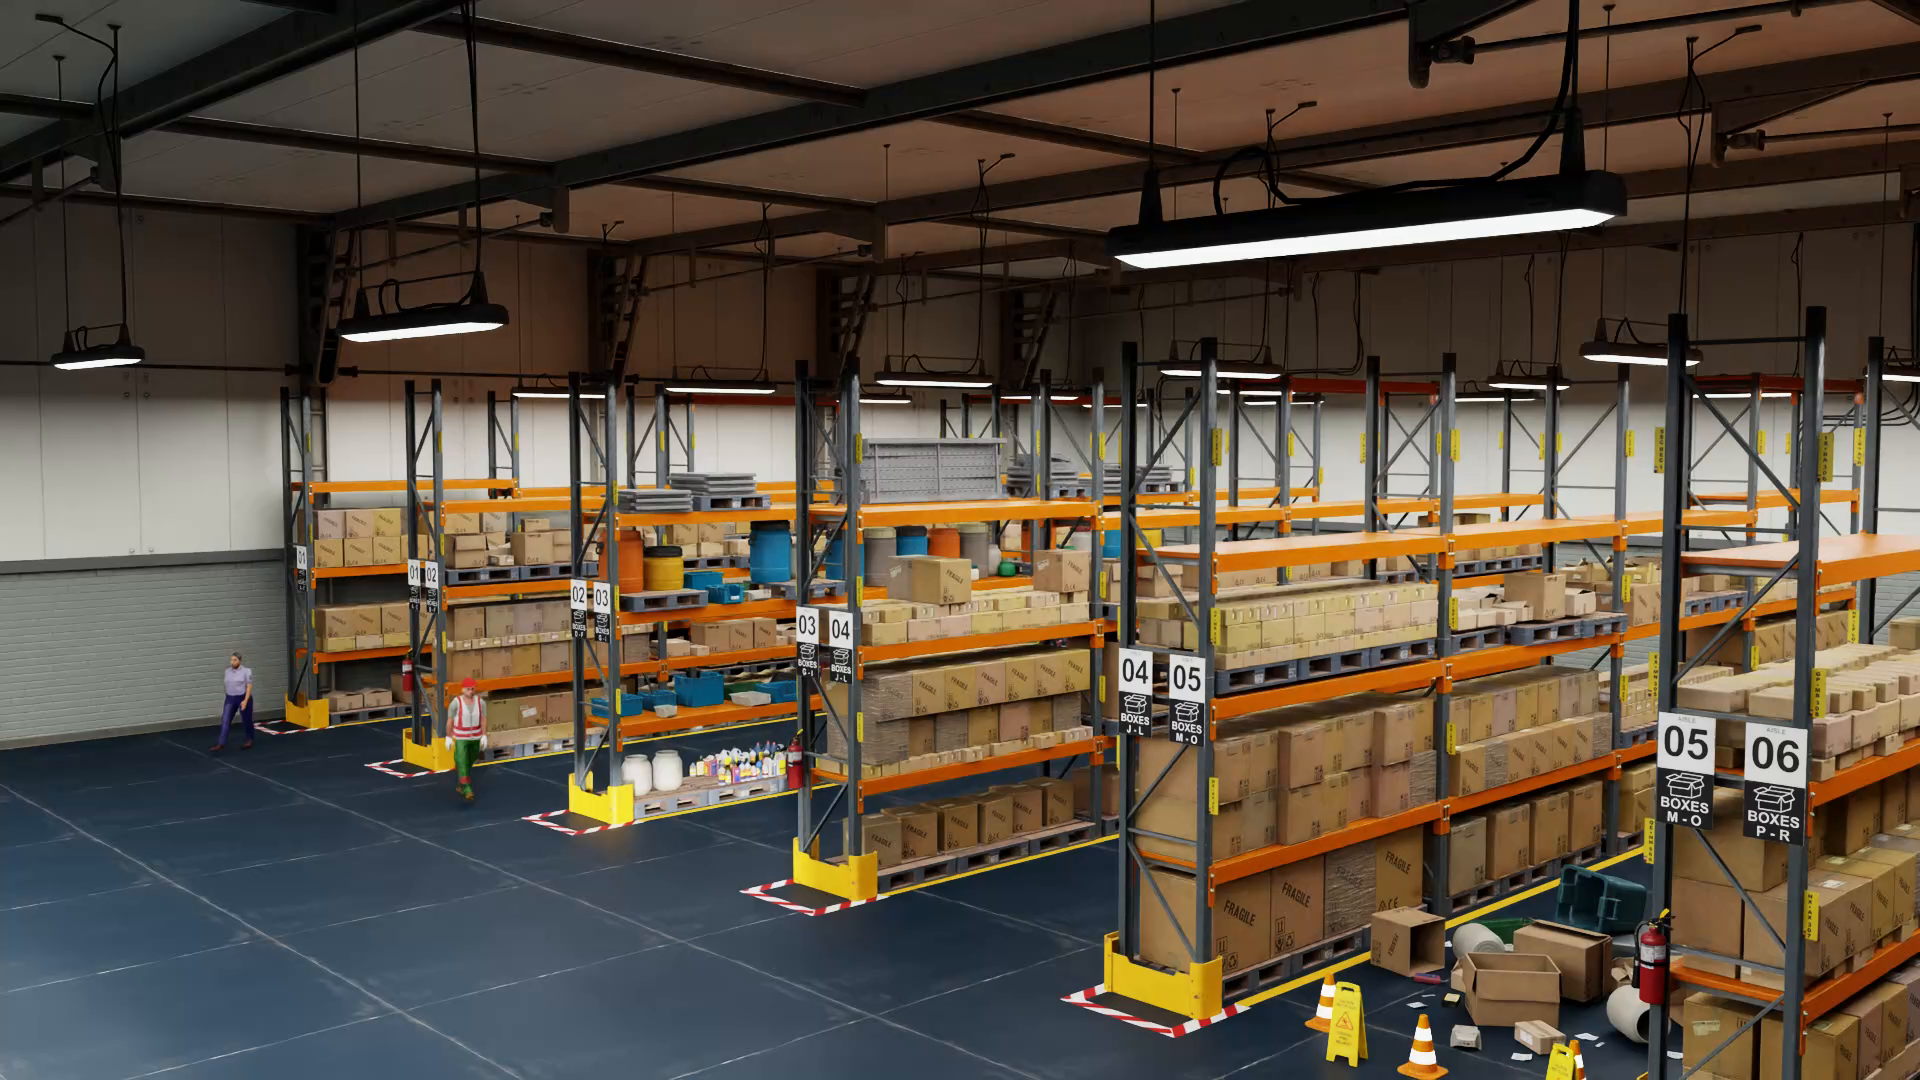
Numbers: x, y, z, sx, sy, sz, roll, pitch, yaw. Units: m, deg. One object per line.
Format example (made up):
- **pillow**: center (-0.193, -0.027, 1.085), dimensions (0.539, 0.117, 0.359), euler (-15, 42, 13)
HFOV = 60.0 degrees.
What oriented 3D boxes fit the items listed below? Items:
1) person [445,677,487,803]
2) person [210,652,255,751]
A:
- **person**: center (-6.898, 2.785, 23.374), dimensions (0.569, 1.712, 1.090), euler (-3, 5, -41)
- **person**: center (-11.763, 2.627, 26.978), dimensions (0.535, 1.575, 1.016), euler (0, 4, -7)
